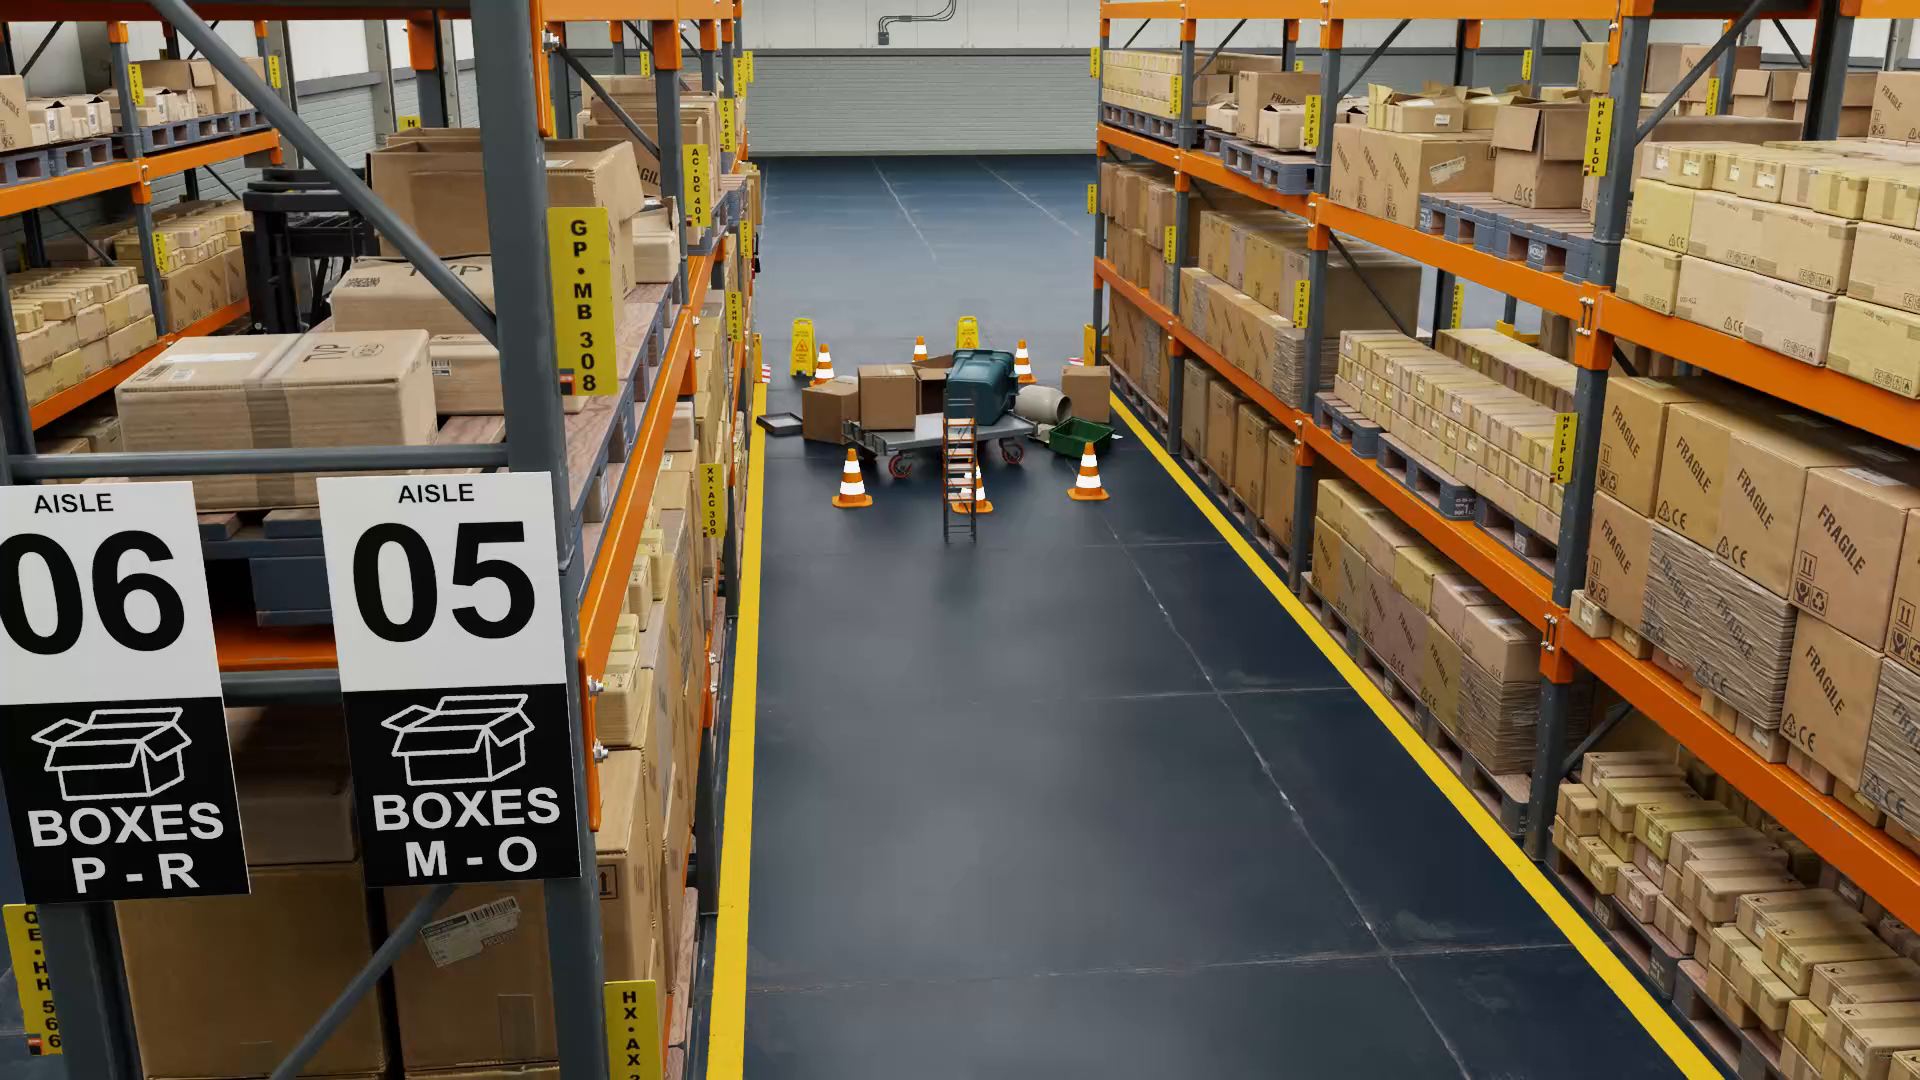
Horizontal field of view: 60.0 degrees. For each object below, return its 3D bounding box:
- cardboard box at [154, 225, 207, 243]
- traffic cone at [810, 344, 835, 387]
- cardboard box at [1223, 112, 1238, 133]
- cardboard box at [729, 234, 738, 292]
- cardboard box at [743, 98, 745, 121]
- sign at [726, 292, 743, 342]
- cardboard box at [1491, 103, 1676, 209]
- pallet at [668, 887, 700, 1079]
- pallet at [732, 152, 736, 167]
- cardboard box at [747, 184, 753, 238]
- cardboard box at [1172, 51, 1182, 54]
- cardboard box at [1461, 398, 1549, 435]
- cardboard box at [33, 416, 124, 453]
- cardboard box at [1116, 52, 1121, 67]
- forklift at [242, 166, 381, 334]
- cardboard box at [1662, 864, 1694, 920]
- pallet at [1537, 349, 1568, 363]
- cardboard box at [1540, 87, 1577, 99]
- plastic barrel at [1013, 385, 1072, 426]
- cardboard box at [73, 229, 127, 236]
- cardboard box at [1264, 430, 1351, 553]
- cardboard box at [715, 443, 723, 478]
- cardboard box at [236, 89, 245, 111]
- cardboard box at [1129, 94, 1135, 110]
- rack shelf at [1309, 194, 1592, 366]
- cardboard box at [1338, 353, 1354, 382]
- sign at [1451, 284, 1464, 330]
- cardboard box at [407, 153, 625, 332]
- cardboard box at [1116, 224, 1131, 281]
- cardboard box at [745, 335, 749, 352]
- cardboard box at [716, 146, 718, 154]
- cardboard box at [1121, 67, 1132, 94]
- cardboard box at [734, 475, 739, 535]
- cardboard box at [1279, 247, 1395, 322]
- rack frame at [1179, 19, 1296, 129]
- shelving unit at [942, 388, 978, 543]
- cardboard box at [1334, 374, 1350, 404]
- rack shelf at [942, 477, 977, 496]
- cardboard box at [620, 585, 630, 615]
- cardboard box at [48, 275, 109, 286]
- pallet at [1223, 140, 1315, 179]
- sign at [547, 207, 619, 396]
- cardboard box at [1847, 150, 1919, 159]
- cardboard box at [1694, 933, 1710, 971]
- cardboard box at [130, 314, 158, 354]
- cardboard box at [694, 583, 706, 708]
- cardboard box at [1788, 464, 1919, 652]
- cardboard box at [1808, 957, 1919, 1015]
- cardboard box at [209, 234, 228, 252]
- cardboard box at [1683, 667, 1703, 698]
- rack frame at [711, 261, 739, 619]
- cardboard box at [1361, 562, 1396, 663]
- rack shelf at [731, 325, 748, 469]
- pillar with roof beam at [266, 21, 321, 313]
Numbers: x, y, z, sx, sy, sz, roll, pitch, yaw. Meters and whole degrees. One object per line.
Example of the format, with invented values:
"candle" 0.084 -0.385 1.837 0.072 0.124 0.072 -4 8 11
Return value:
"cardboard box" -7.246 -2.840 15.468 0.380 0.149 0.250 -2 18 -7
"traffic cone" -1.527 -1.977 18.701 0.336 0.463 0.334 -2 18 -6
"cardboard box" 2.358 -3.400 13.544 0.380 0.149 0.250 -2 18 -6
"cardboard box" -2.166 -2.343 14.268 0.500 0.500 0.500 -2 18 -7
"cardboard box" -2.424 -4.328 16.702 0.500 0.250 0.500 -1 17 -4
"sign" -1.477 -1.462 10.894 0.100 0.325 0.005 -2 18 -6
"cardboard box" 3.268 -2.028 8.748 0.797 0.503 0.637 -2 18 -6
"pallet" -1.616 1.859 6.903 1.003 0.211 1.213 -2 18 -6
"pallet" -2.484 -3.238 13.789 1.213 0.211 1.003 -2 18 -6
"cardboard box" -2.302 -3.041 15.523 0.700 0.500 0.500 -2 18 -5
"cardboard box" 2.482 -5.158 17.810 0.380 0.149 0.250 -1 17 -5
"cardboard box" 2.959 -0.670 9.028 0.380 0.149 0.250 -2 18 -7
"cardboard box" -7.241 -0.610 13.376 0.875 0.625 0.625 -2 18 -6
"cardboard box" 1.854 -5.063 17.507 0.380 0.149 0.250 -2 17 -5
"forklift" -4.602 -1.382 12.684 1.130 2.935 3.031 -2 18 -5
"cardboard box" 3.217 1.477 7.026 0.380 0.149 0.250 -3 18 -8
"pallet" 7.060 -1.985 19.148 1.003 0.211 1.213 -2 18 -6
"cardboard box" 6.802 -5.042 18.807 0.380 0.149 0.250 -2 18 -6
"plastic barrel" 0.829 -1.328 16.701 0.512 0.421 0.421 11 21 32
"cardboard box" -7.825 -2.741 15.154 0.380 0.149 0.250 -2 18 -7
"cardboard box" 2.911 -0.386 12.454 1.050 0.750 0.750 -2 18 -6
"cardboard box" -1.489 -0.313 8.581 0.500 0.250 0.500 -2 17 -5
"cardboard box" -7.377 -4.423 16.606 0.396 0.266 0.258 -2 18 -5
"cardboard box" 1.933 -4.454 16.900 0.380 0.149 0.250 -2 18 -5
"rack shelf" 3.091 -1.567 9.354 1.077 0.370 4.000 -2 18 -6
"cardboard box" 2.735 -1.147 11.045 0.380 0.149 0.250 -1 17 -3
"sign" 3.423 -1.609 11.494 0.100 0.325 0.005 -2 18 -6
"cardboard box" -1.262 -0.841 4.804 0.500 0.500 0.500 -1 17 -5
"cardboard box" 2.154 -3.087 17.751 0.875 0.550 0.550 -2 18 -6
"cardboard box" -2.187 -1.863 15.657 0.380 0.149 0.250 -2 17 -5
"cardboard box" -1.539 -2.060 9.246 0.396 0.266 0.258 -2 18 -7
"cardboard box" 1.960 -4.755 17.192 0.500 0.250 0.500 -2 18 -6
"cardboard box" -2.161 -0.227 12.578 0.950 0.372 0.625 -2 18 -7
"cardboard box" 2.794 -1.884 12.335 0.700 0.500 0.500 -2 18 -6
"rack frame" 2.472 -5.129 14.491 1.000 3.000 0.127 -2 18 -6
"shelving unit" -0.002 -0.577 13.011 0.258 1.200 0.189 -2 18 -6
"cardboard box" 2.730 -1.016 11.123 0.380 0.149 0.250 -2 18 -6
"rack shelf" -0.001 -0.420 13.060 0.258 0.103 0.180 -2 18 -6
"cardboard box" -1.100 0.232 4.512 0.380 0.149 0.250 -2 18 -5
"cardboard box" -7.105 -2.041 13.419 0.380 0.149 0.250 -2 18 -6
"pallet" 2.647 -2.939 12.839 1.003 0.211 1.213 -1 17 -3
"sign" -0.651 -0.410 2.875 0.100 0.325 0.005 -2 18 -6
"cardboard box" 3.706 -1.437 6.488 0.380 0.149 0.250 -2 18 -6
"cardboard box" 3.258 1.700 6.813 0.380 0.149 0.250 -3 18 -8
"cardboard box" -7.066 -1.716 13.884 0.500 0.250 0.500 -1 17 -4
"cardboard box" -1.314 0.382 6.784 0.500 0.500 0.500 -2 18 -5
"cardboard box" 3.242 0.050 5.677 0.500 0.500 0.500 -2 18 -8
"cardboard box" 3.317 1.645 5.994 0.380 0.149 0.250 -2 18 -7
"cardboard box" -7.289 -2.851 16.000 0.380 0.149 0.250 -2 18 -7
"cardboard box" 3.203 0.565 6.790 0.380 0.149 0.250 -3 18 -8
"rack frame" -2.029 -0.892 11.010 1.000 3.000 0.127 -2 18 -6
"cardboard box" 2.816 0.438 10.245 0.500 0.500 0.500 -2 18 -7
"rack shelf" -2.235 -1.145 13.016 1.077 0.370 4.000 -2 18 -6
"pillar with roof beam" -4.952 -7.668 22.580 9.100 9.000 0.400 -2 18 -6
